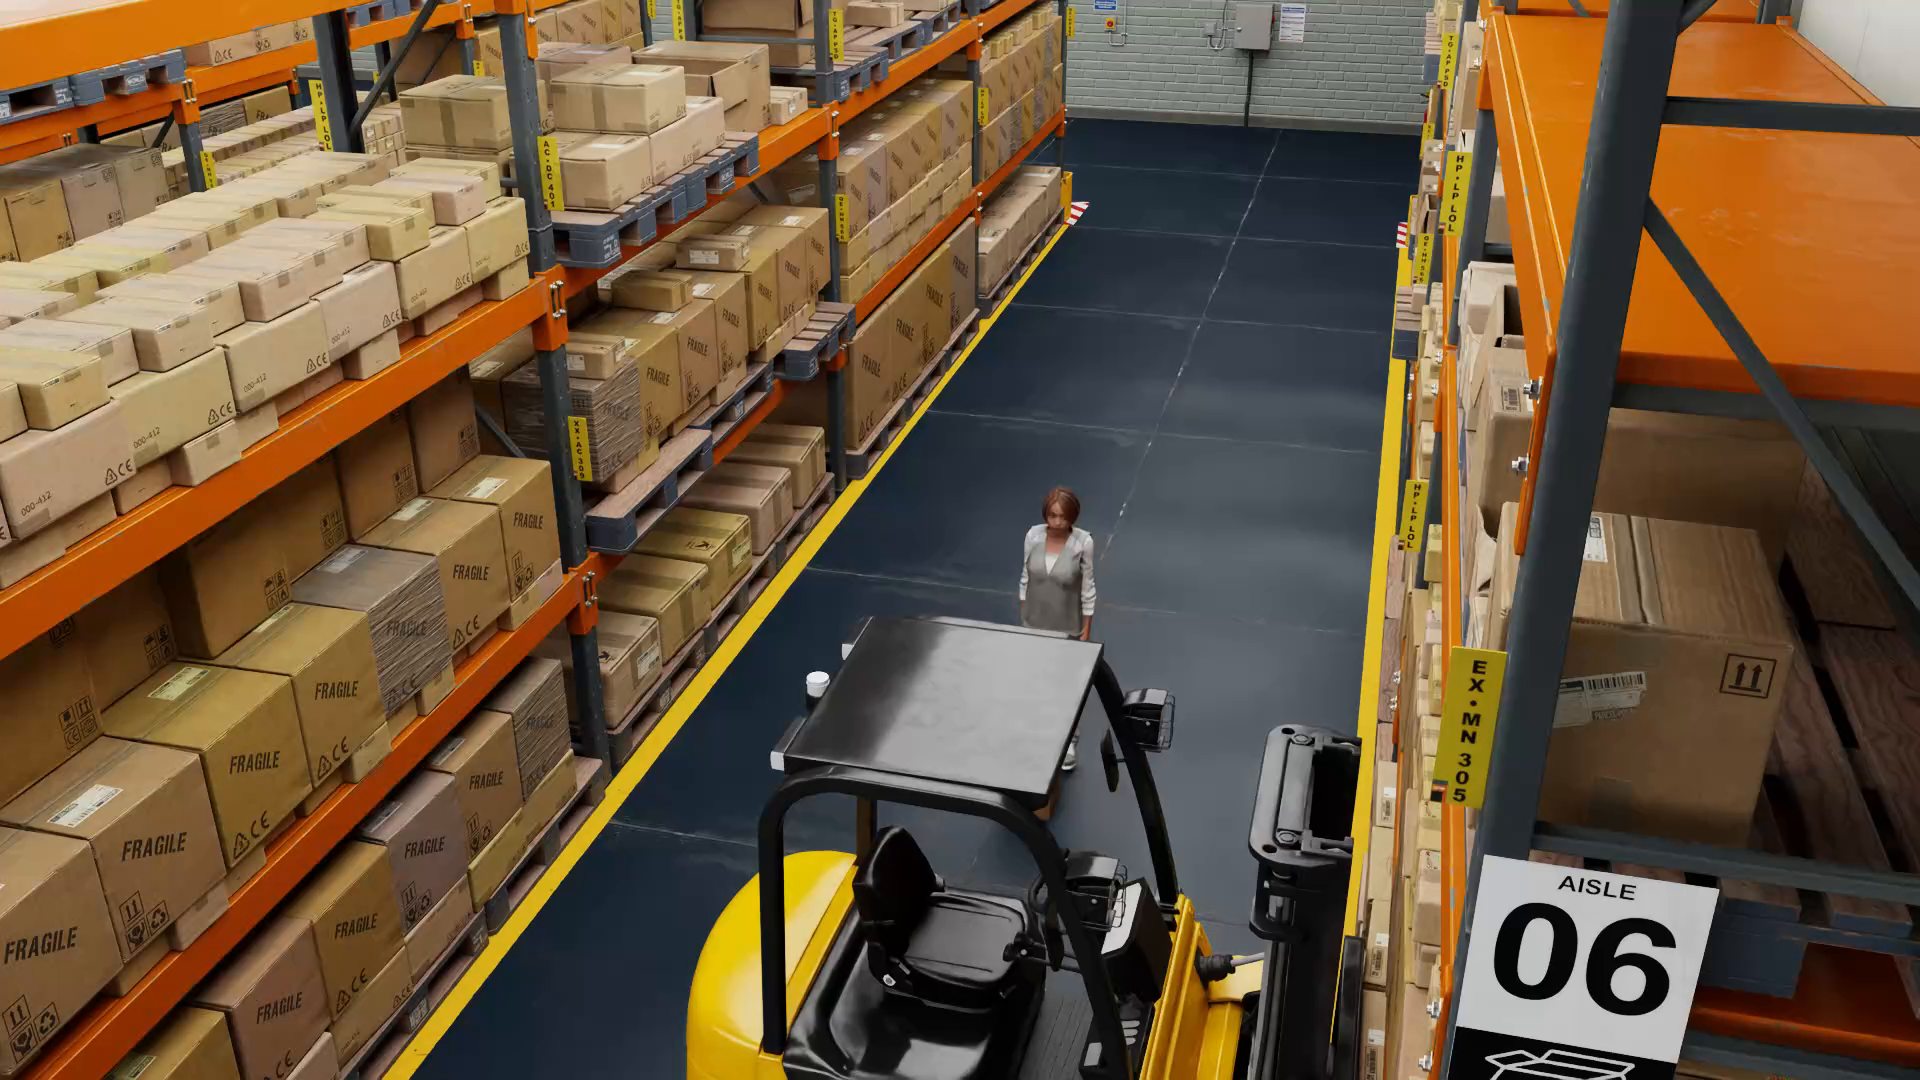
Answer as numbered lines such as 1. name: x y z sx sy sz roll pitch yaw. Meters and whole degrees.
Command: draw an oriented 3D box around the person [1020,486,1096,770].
1. person: 0.506 0.464 8.733 0.404 1.599 0.307 7 27 14
